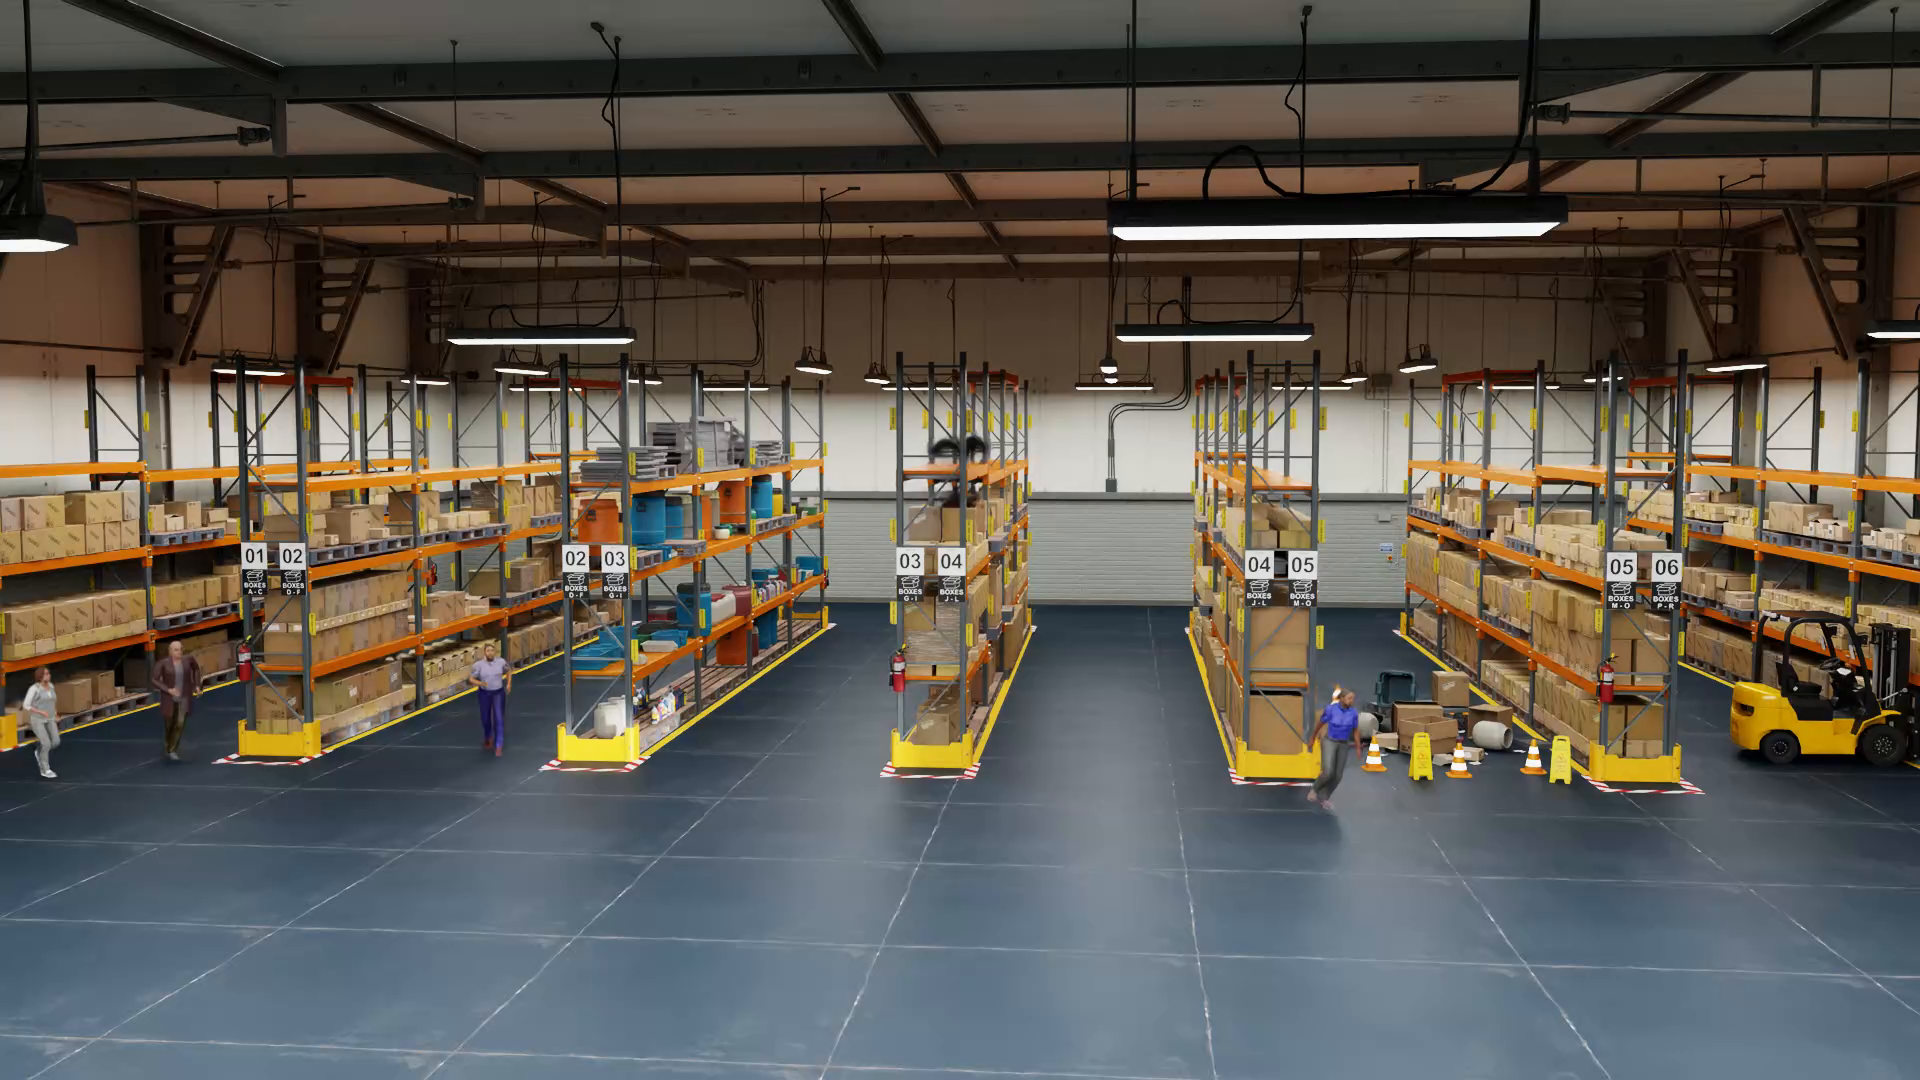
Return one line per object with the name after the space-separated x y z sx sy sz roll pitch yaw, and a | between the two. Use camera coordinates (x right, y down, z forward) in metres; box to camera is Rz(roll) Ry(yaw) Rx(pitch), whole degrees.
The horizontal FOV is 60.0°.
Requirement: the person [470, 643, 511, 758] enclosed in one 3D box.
-7.083 2.411 25.107 0.595 1.724 0.795 -1 4 -12 | person

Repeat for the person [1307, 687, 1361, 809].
4.825 2.689 21.479 0.598 1.602 0.548 -1 4 -17 | person

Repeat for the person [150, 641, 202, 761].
-11.729 2.419 24.877 0.705 1.668 0.818 -2 5 -30 | person

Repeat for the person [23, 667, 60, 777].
-12.942 2.567 23.433 0.578 1.570 0.529 2 4 21 | person

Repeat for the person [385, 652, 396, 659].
-11.700 1.780 33.816 0.716 1.651 0.770 -1 4 -8 | person
